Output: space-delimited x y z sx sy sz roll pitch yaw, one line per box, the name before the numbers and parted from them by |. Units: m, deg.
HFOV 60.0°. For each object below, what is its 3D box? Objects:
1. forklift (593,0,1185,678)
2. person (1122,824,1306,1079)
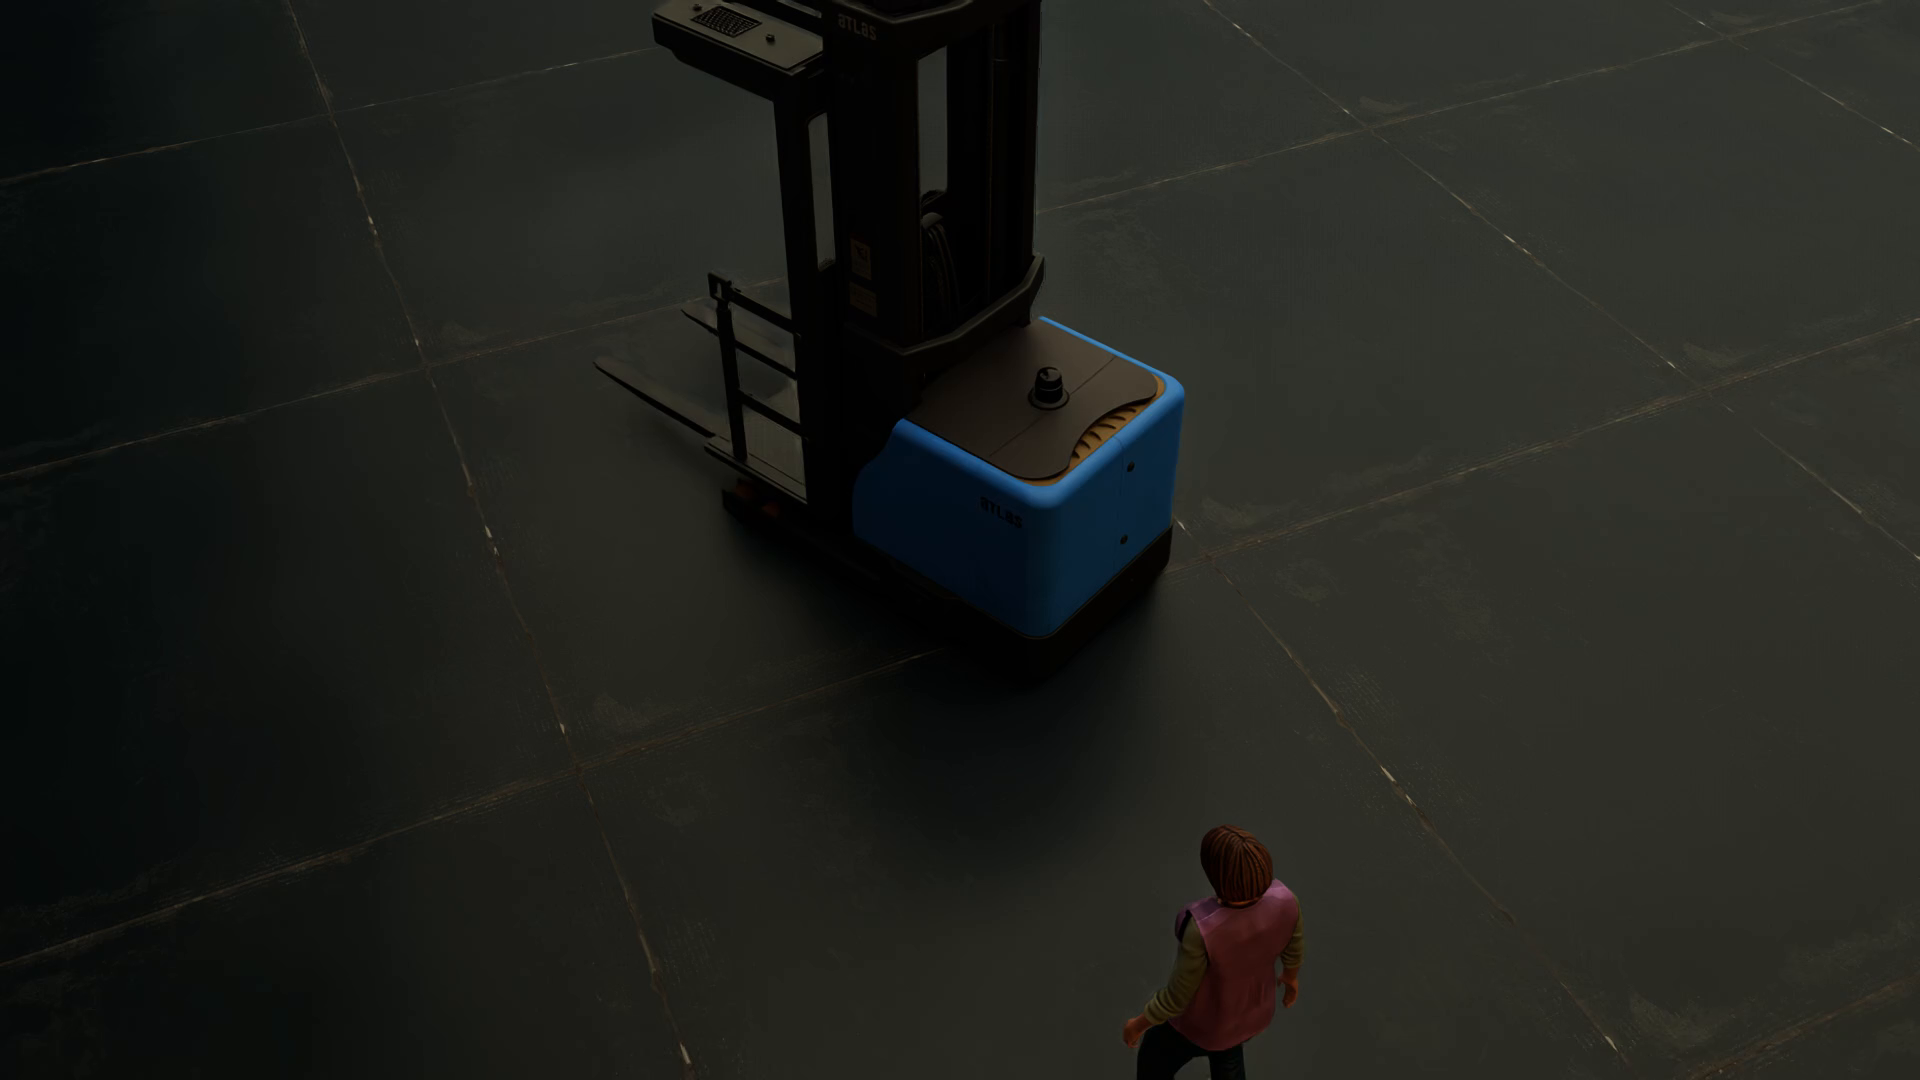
forklift | -0.497 -1.336 7.111 3.031 2.935 1.130 30 50 28
person | 0.782 1.420 5.148 0.580 1.583 0.362 -20 47 -20
